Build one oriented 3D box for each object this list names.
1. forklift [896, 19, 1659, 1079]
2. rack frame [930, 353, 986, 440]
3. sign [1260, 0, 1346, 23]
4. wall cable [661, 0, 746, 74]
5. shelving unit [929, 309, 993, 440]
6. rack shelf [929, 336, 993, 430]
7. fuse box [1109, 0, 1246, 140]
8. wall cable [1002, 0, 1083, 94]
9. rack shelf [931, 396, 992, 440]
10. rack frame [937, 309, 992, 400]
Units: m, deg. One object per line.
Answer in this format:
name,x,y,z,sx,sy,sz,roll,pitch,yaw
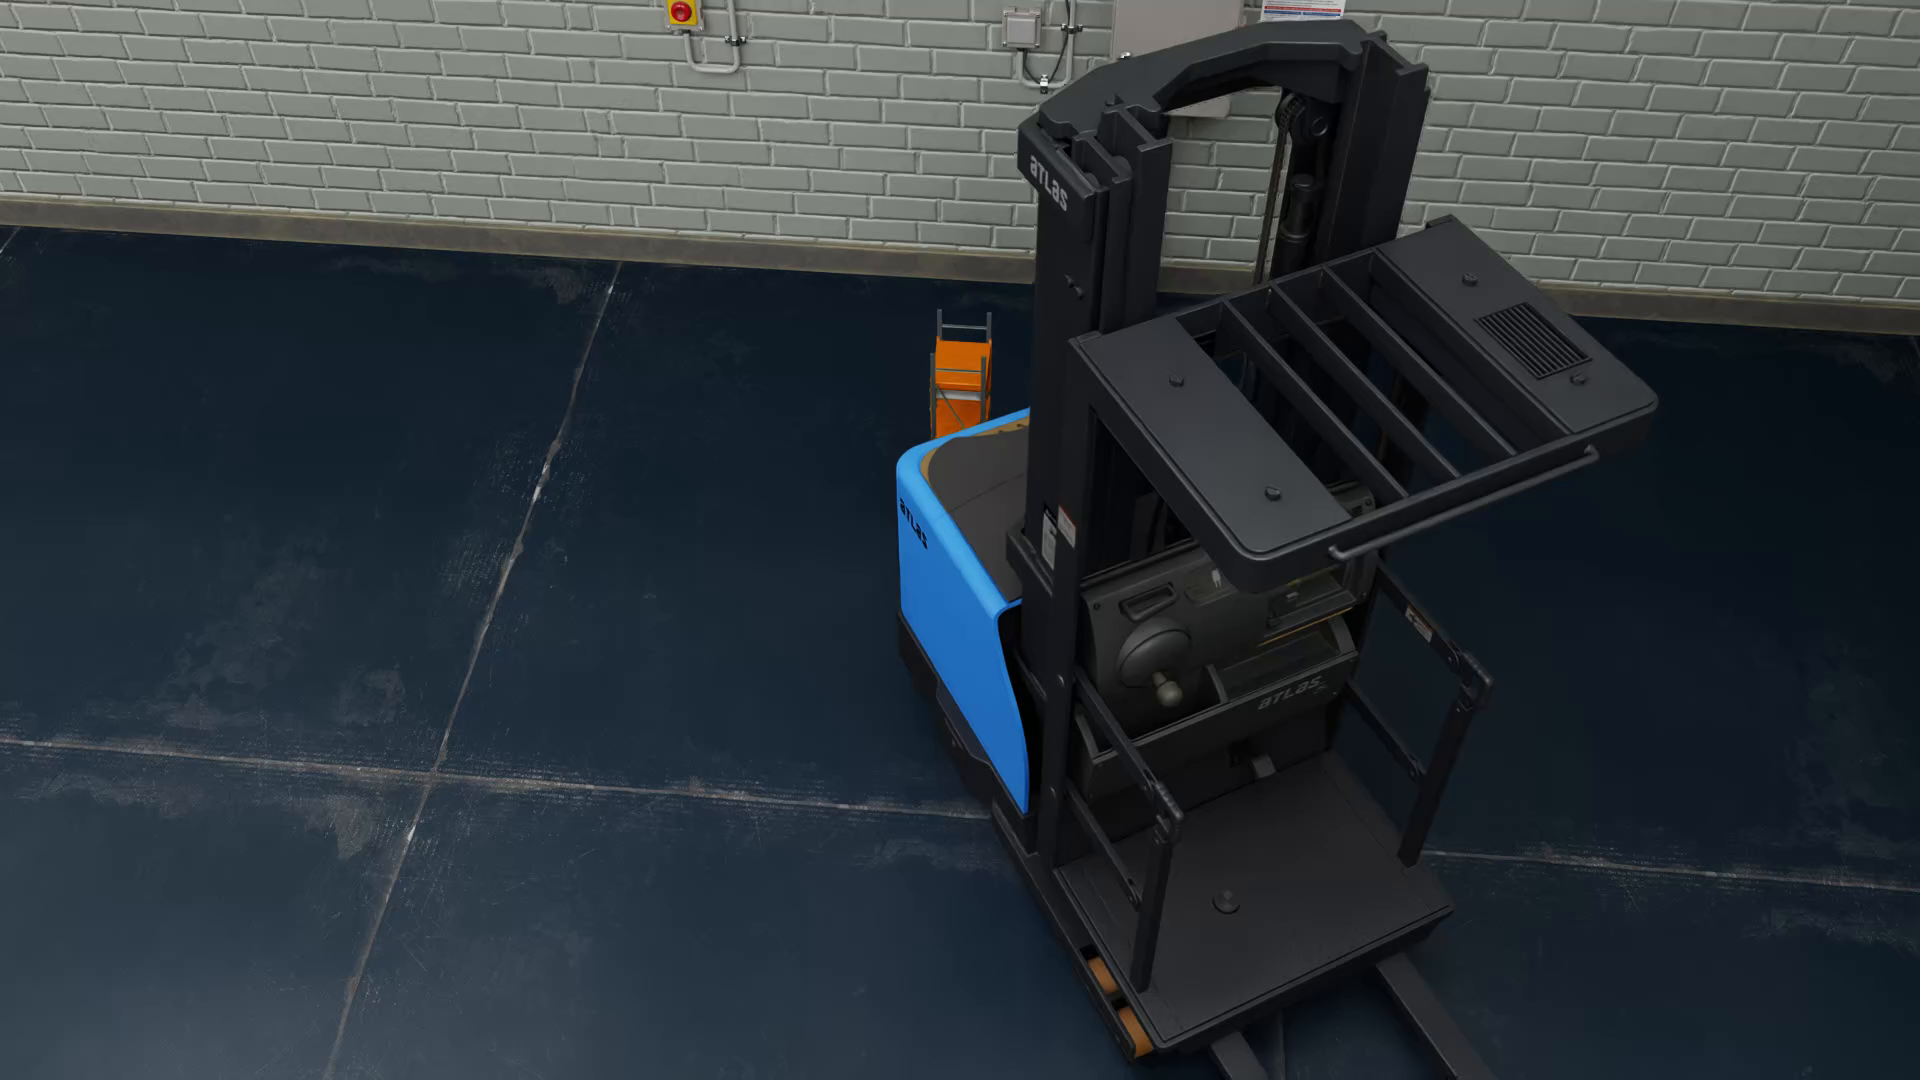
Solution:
forklift,0.868,0.263,4.524,1.130,2.935,3.031,-20,51,-17
rack frame,-0.006,-0.304,6.317,0.200,1.050,0.008,4,48,4
sign,1.386,-2.138,6.737,0.329,0.494,0.001,4,48,4
wall cable,-1.203,-2.653,6.434,0.585,1.953,0.123,4,48,4
shelving unit,0.005,-0.394,6.399,0.215,1.050,0.252,4,48,4
rack shelf,0.005,-0.578,6.197,0.215,0.259,0.240,4,48,4
fuse box,0.876,-1.617,7.069,0.539,1.711,0.414,4,48,4
wall cable,0.211,-2.556,6.366,0.588,1.984,0.122,4,48,4
rack shelf,0.005,-0.387,6.406,0.215,0.259,0.240,4,48,4
rack frame,0.016,-0.483,6.481,0.200,1.050,0.008,4,48,4
